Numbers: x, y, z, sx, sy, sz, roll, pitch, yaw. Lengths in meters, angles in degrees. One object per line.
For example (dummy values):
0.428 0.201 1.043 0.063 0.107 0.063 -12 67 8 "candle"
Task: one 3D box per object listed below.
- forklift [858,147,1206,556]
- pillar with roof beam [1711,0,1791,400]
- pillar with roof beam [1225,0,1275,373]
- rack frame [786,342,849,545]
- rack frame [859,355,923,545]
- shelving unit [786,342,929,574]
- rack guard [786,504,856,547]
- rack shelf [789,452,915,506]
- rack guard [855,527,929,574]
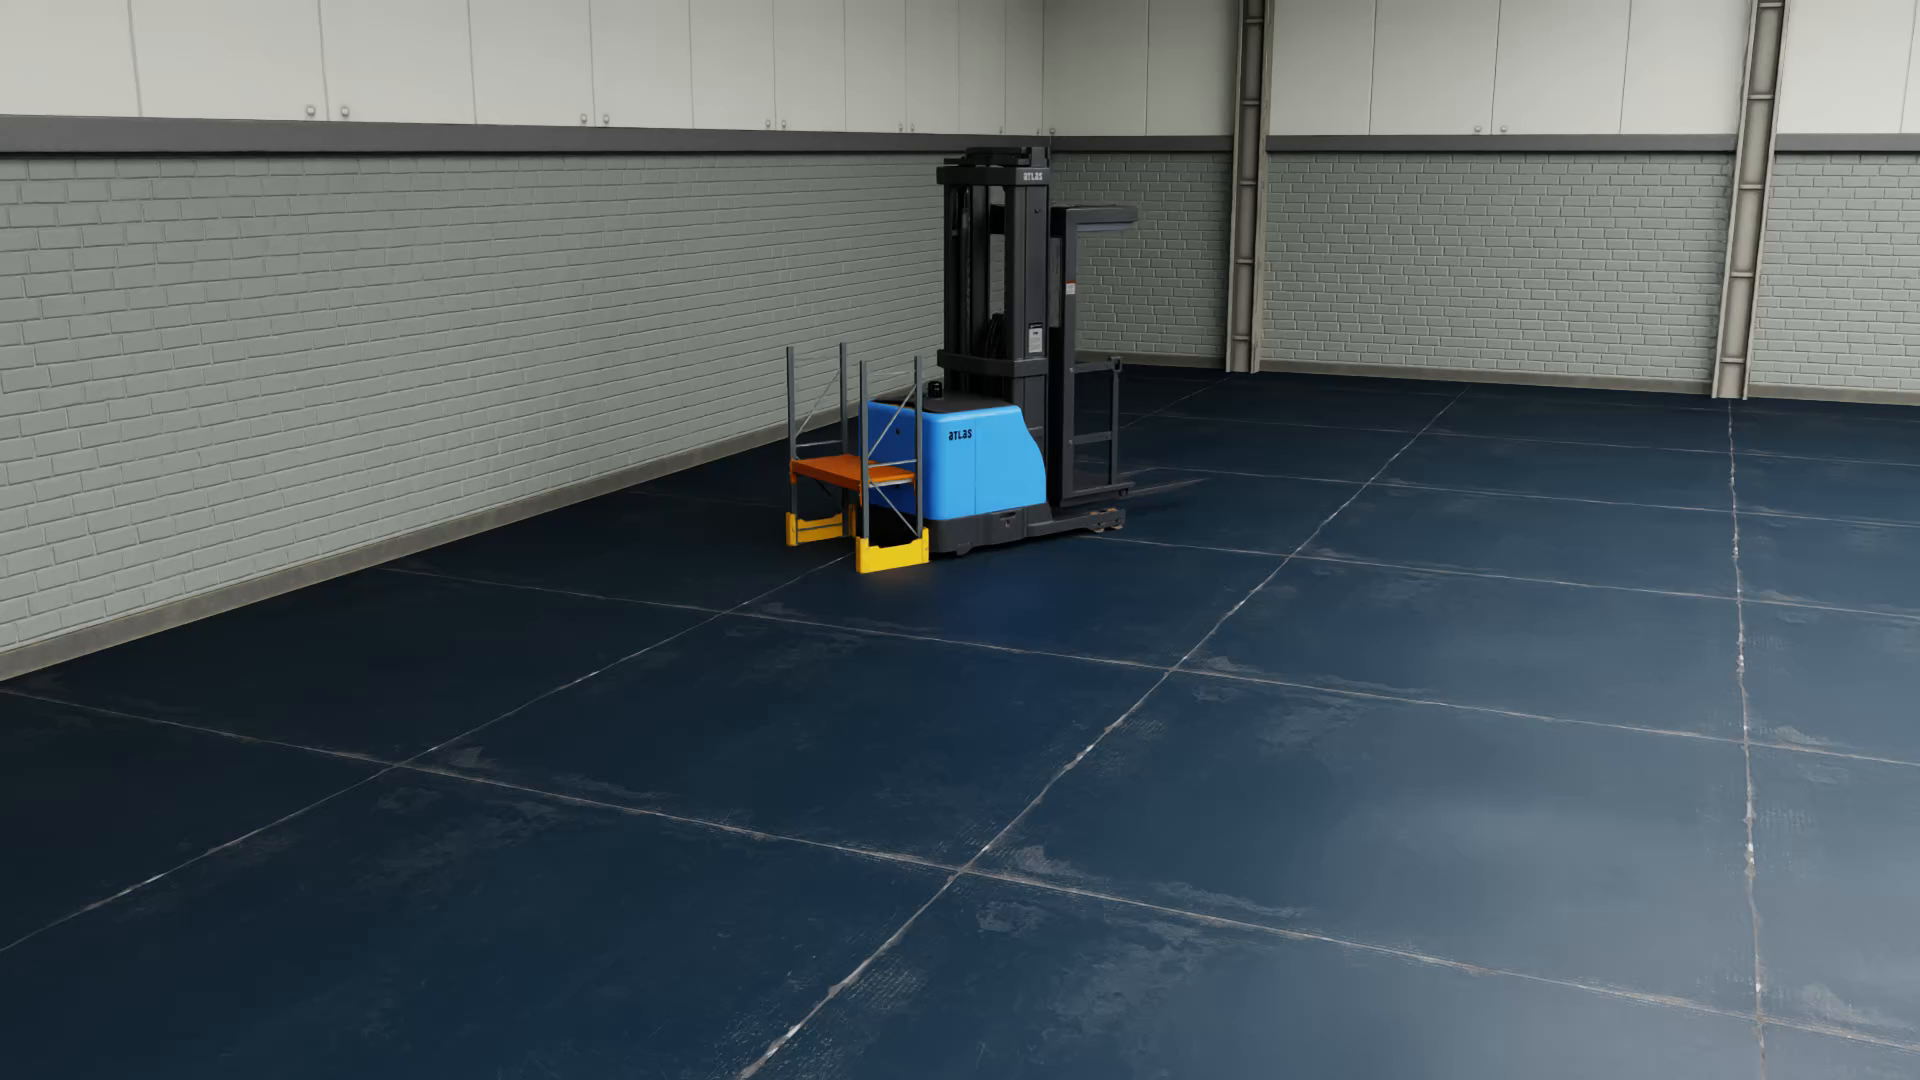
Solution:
0.680 -1.564 13.003 3.031 2.935 1.130 -10 17 -38 "forklift"
7.563 -5.211 15.265 0.400 9.000 9.100 6 14 23 "pillar with roof beam"
2.077 -5.767 17.631 0.400 9.000 9.100 6 14 23 "pillar with roof beam"
-1.069 -0.727 12.570 0.500 1.500 0.032 -9 16 -34 "rack frame"
-0.482 -0.537 11.762 0.500 1.500 0.032 -9 16 -34 "rack frame"
-0.770 -0.630 12.159 0.587 1.500 1.083 -9 16 -34 "shelving unit"
-1.058 -0.115 12.697 0.587 0.250 0.087 -9 16 -34 "rack guard"
-0.775 -0.457 12.207 0.538 0.185 1.000 -9 16 -34 "rack shelf"
-0.482 0.071 11.906 0.587 0.250 0.087 -9 16 -34 "rack guard"
